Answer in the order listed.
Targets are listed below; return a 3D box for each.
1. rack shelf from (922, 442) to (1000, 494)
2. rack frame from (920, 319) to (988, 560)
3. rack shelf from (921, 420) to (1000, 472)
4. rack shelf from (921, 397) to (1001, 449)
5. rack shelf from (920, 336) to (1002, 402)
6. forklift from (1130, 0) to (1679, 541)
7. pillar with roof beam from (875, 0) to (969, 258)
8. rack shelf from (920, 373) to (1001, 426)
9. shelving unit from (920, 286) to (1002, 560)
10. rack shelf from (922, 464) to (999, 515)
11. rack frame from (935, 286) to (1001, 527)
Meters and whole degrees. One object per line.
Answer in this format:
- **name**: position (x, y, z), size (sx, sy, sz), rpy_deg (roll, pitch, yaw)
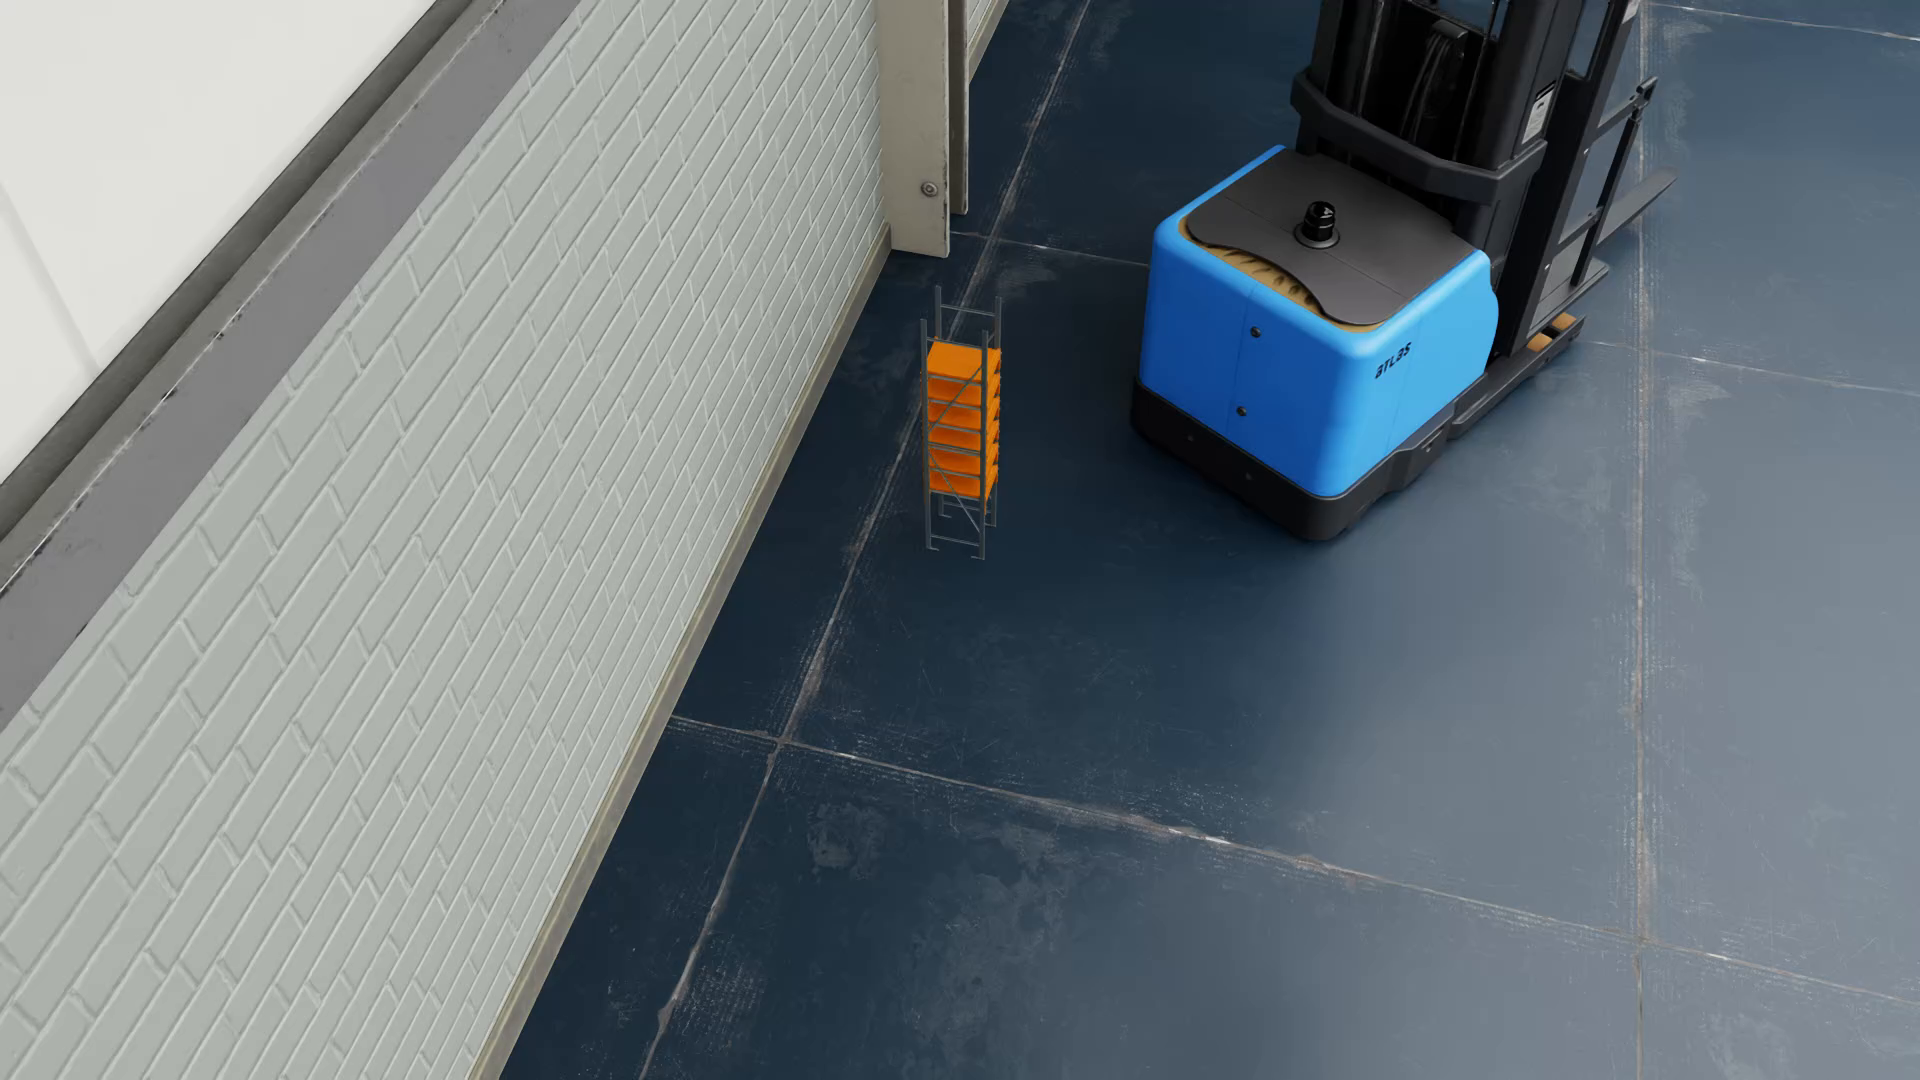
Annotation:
- **rack shelf**: position (0.004, -0.299, 6.352), size (0.258, 0.103, 0.180), rpy_deg (12, 50, 10)
- **rack frame**: position (-0.020, -0.341, 6.170), size (0.240, 1.200, 0.006), rpy_deg (12, 50, 10)
- **rack shelf**: position (0.004, -0.378, 6.262), size (0.258, 0.103, 0.180), rpy_deg (12, 50, 10)
- **rack shelf**: position (0.004, -0.458, 6.172), size (0.258, 0.103, 0.180), rpy_deg (12, 50, 10)
- **rack shelf**: position (0.004, -0.616, 5.992), size (0.258, 0.103, 0.180), rpy_deg (12, 50, 10)
- **forklift**: position (2.121, -1.963, 6.446), size (3.031, 2.935, 1.130), rpy_deg (-37, 58, -28)
- **pillar with roof beam**: position (3.993, -3.632, 3.872), size (9.100, 9.000, 0.400), rpy_deg (12, 50, 10)
- **rack shelf**: position (0.004, -0.537, 6.082), size (0.258, 0.103, 0.180), rpy_deg (12, 50, 10)
- **shelving unit**: position (0.004, -0.407, 6.228), size (0.258, 1.200, 0.189), rpy_deg (12, 50, 10)
- **rack shelf**: position (0.004, -0.219, 6.442), size (0.258, 0.103, 0.180), rpy_deg (12, 50, 10)
- **rack frame**: position (0.028, -0.474, 6.287), size (0.240, 1.200, 0.006), rpy_deg (12, 50, 10)
